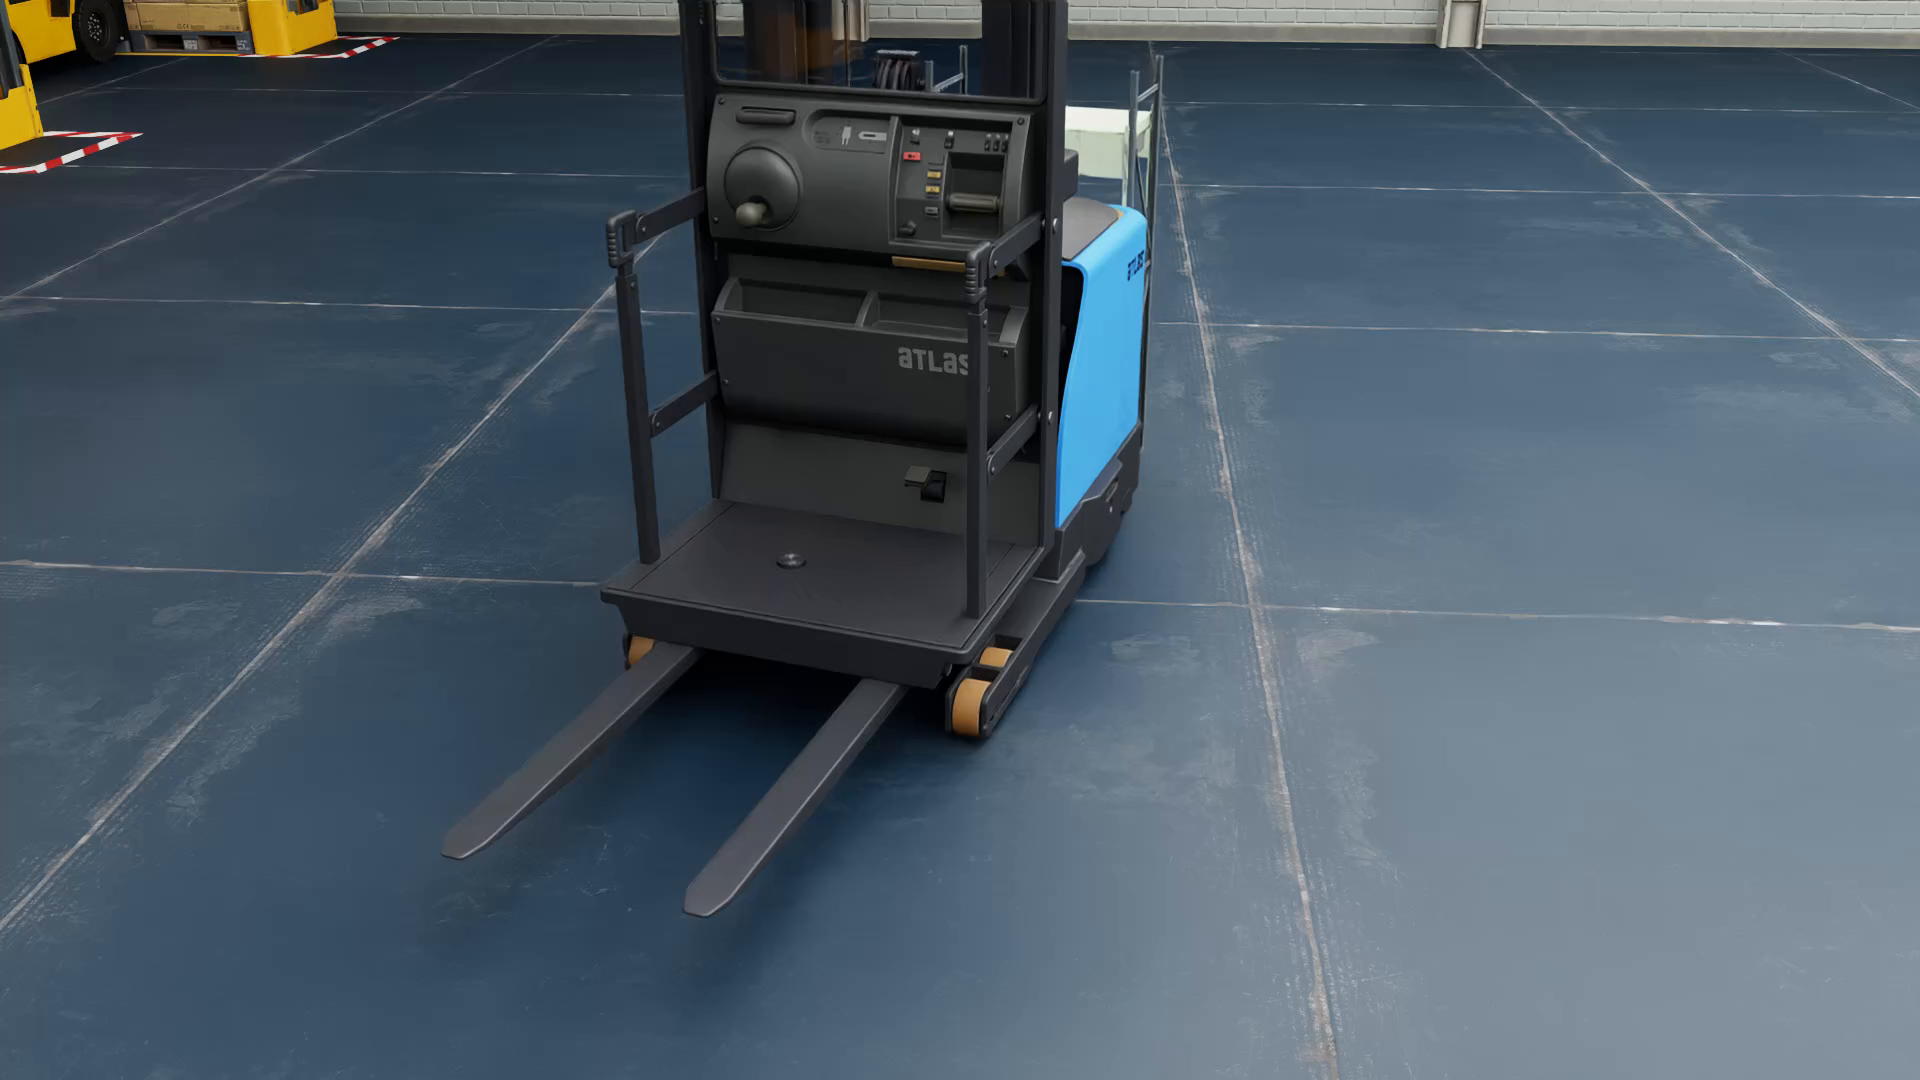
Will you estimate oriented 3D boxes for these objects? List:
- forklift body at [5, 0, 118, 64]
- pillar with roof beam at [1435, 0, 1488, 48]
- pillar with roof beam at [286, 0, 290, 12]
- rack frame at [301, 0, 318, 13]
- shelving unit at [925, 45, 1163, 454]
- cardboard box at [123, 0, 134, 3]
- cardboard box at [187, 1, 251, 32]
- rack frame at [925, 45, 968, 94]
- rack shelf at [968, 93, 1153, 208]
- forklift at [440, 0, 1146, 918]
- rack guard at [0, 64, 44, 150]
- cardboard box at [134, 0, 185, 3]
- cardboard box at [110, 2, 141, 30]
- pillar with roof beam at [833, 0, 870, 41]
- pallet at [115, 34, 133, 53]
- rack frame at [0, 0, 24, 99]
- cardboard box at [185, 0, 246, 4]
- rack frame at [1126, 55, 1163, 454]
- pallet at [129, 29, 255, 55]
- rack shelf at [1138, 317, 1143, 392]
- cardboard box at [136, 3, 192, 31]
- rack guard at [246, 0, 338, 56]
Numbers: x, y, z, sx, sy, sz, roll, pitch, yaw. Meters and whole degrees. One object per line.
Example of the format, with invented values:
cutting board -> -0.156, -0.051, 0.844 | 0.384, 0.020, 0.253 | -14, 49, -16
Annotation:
forklift body -> -8.507, -5.090, 14.238 | 1.214, 2.155, 2.313 | 2, 25, 4
pillar with roof beam -> 4.533, -7.120, 10.458 | 0.400, 9.000, 9.100 | 2, 25, 4
pillar with roof beam -> -7.431, -7.504, 11.293 | 0.400, 9.000, 9.100 | 2, 25, 4
rack frame -> -6.477, -6.175, 15.581 | 0.127, 3.000, 1.000 | 2, 25, 4
shelving unit -> 0.301, -1.013, 6.158 | 0.755, 1.500, 0.431 | 8, 26, 17
cardboard box -> -8.001, -5.257, 15.776 | 0.500, 0.250, 0.500 | 1, 25, 3
cardboard box -> -6.969, -5.000, 15.815 | 0.500, 0.250, 0.500 | 2, 25, 4
rack frame -> -0.045, -1.064, 6.267 | 0.023, 1.500, 0.400 | 8, 26, 17
rack shelf -> 0.301, -1.368, 5.995 | 0.720, 0.370, 0.431 | 8, 26, 17
forklift -> -0.332, -0.979, 4.372 | 1.130, 2.935, 3.031 | 9, 26, 18
rack guard -> -6.929, -2.973, 11.613 | 0.348, 0.500, 1.175 | 2, 25, 4
cardboard box -> -7.485, -5.249, 15.759 | 0.500, 0.250, 0.500 | 2, 25, 3
cardboard box -> -7.962, -5.040, 15.901 | 0.500, 0.250, 0.500 | 2, 25, 5
pillar with roof beam -> -1.449, -7.312, 10.875 | 0.400, 9.000, 9.100 | 2, 25, 4
pallet -> -8.455, -4.955, 16.267 | 1.213, 0.211, 1.003 | 2, 25, 4
rack frame -> -6.853, -4.106, 11.085 | 0.127, 3.000, 1.000 | 2, 25, 4
cardboard box -> -6.986, -5.229, 15.714 | 0.500, 0.250, 0.500 | 2, 25, 3
rack frame -> 0.646, -0.963, 6.048 | 0.023, 1.500, 0.400 | 8, 26, 17
pallet -> -7.242, -4.915, 16.179 | 1.213, 0.211, 1.003 | 2, 25, 4
rack shelf -> 0.301, -0.717, 6.294 | 0.720, 0.370, 0.431 | 8, 26, 17
cardboard box -> -7.464, -5.020, 15.858 | 0.500, 0.250, 0.500 | 2, 25, 4
rack guard -> -6.453, -5.039, 16.102 | 0.348, 0.500, 1.175 | 2, 25, 4
